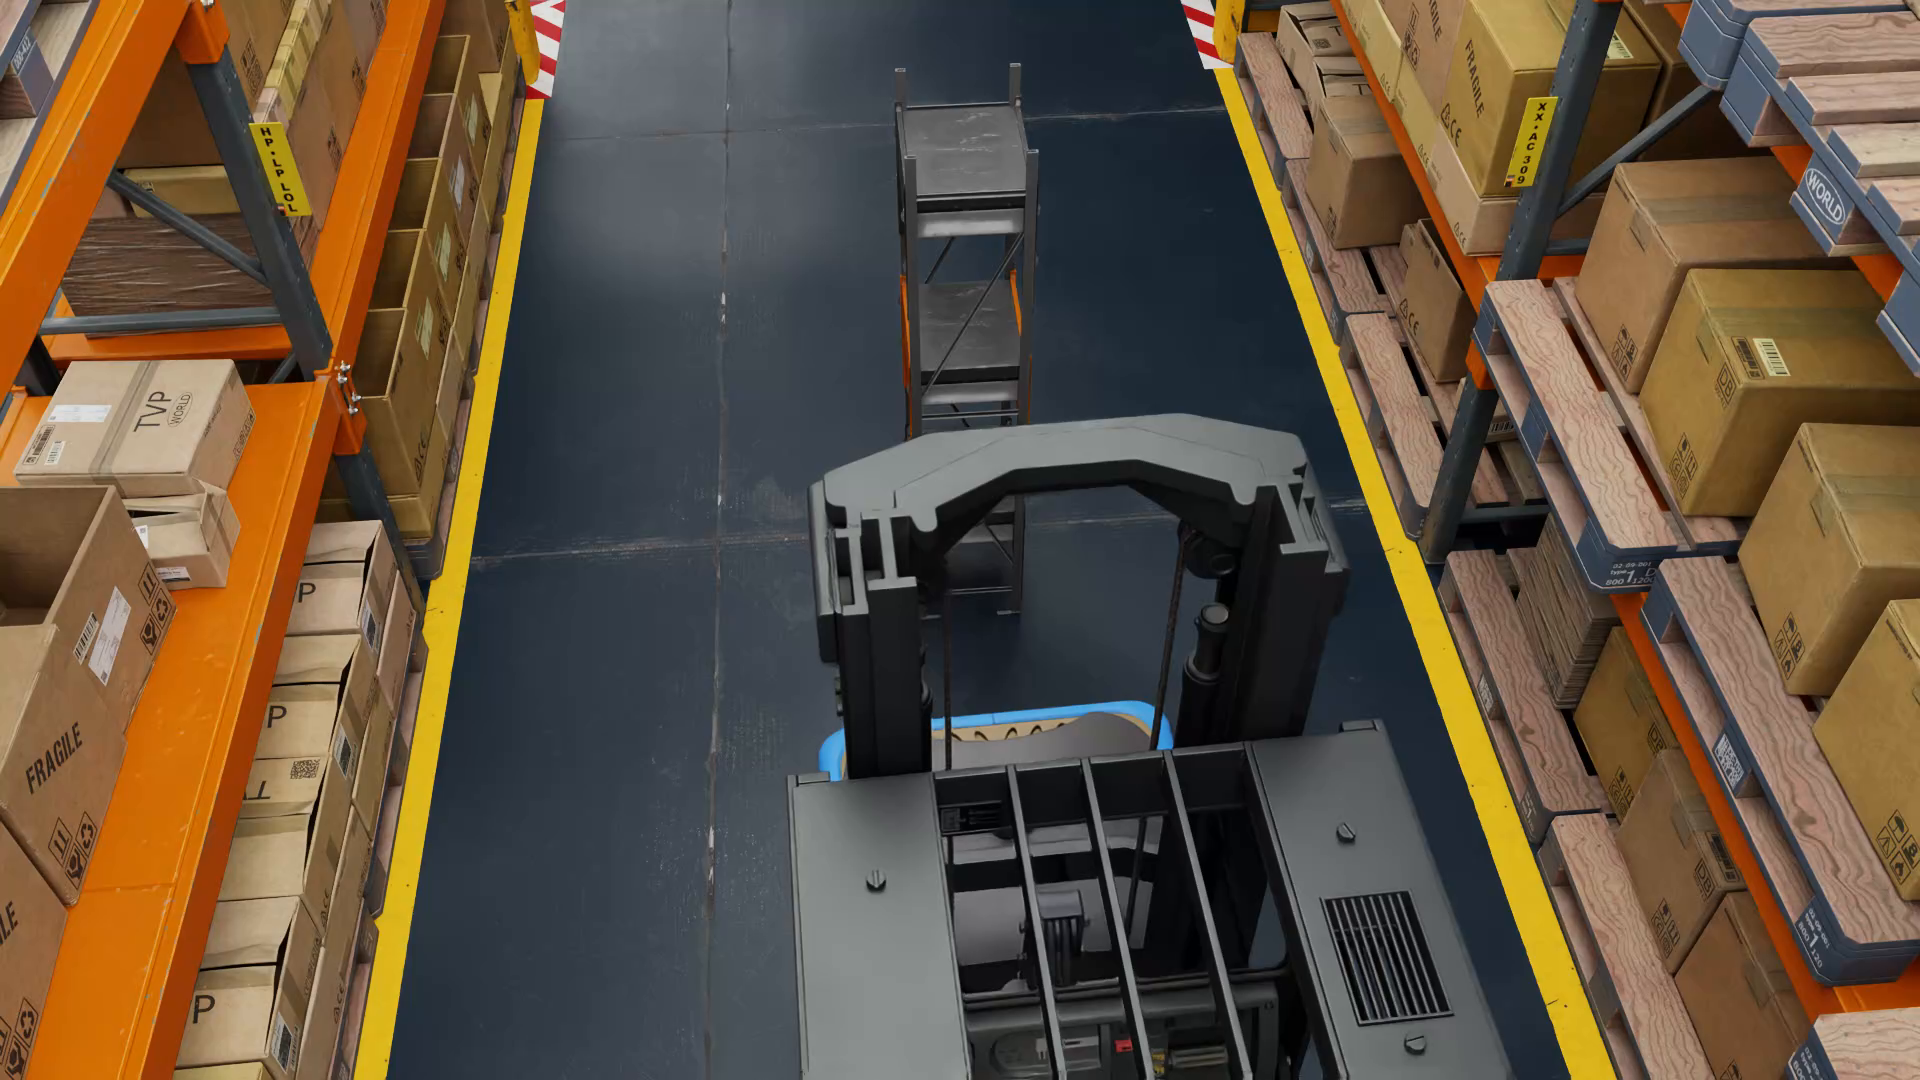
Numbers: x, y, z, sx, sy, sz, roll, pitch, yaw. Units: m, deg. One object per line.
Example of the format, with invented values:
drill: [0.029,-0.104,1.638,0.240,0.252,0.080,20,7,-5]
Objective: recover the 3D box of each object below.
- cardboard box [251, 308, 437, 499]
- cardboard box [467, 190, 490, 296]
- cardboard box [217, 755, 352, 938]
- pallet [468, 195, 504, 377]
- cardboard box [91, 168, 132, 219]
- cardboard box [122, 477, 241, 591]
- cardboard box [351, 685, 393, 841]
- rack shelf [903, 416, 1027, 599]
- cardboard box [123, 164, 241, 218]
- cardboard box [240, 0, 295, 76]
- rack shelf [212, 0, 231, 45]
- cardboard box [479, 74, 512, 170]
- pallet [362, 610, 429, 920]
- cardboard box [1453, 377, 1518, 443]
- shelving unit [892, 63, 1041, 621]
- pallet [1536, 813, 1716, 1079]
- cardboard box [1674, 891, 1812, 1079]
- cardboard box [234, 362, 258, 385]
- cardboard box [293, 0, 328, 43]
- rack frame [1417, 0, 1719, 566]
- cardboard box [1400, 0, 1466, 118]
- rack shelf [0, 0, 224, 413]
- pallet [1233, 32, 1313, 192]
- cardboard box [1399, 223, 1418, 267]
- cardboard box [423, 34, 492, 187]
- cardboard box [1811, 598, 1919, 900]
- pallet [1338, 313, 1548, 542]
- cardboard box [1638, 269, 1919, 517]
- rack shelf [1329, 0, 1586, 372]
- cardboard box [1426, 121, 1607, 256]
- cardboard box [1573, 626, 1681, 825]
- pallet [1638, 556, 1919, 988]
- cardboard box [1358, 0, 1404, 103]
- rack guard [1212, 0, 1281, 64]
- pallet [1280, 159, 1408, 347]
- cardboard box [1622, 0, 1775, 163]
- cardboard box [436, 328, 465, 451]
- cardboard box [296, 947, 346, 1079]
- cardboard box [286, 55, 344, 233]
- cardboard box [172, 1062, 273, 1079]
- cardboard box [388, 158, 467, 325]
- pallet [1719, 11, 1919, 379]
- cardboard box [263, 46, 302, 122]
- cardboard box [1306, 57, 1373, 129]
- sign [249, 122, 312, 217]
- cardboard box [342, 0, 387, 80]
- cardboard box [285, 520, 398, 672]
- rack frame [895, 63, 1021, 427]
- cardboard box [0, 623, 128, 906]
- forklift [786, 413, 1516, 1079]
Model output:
cardboard box: [-2.307,-0.510,6.255,0.500,0.500,0.500,-3,47,-3]
cardboard box: [-2.439,-1.337,7.555,0.500,0.250,0.500,-3,47,-3]
cardboard box: [-2.172,0.923,5.028,0.500,0.311,0.500,-4,47,-3]
pallet: [-2.711,-1.202,7.743,1.003,0.211,1.213,-3,47,-3]
cardboard box: [-2.817,-1.140,5.248,0.380,0.149,0.250,-4,47,-3]
cardboard box: [-2.324,-0.027,4.802,0.396,0.266,0.258,-5,47,-4]
cardboard box: [-2.216,0.751,5.577,0.500,0.250,0.500,-4,47,-4]
rack shelf: [0.014,-0.112,6.392,0.431,0.518,0.480,-3,47,-3]
cardboard box: [-2.410,-1.162,5.269,0.380,0.149,0.250,-4,47,-3]
cardboard box: [-2.668,-1.865,5.488,0.700,0.500,0.500,-4,47,-3]
rack shelf: [-2.748,-2.929,5.888,1.077,0.370,4.000,-3,47,-3]
cardboard box: [-2.522,-2.060,8.240,0.500,0.250,0.500,-3,47,-3]
pallet: [-2.480,0.791,5.855,1.003,0.211,1.213,-3,47,-3]
cardboard box: [2.281,-0.564,6.867,0.380,0.166,0.250,-9,47,-8]
shelving unit: [0.014,-0.602,5.874,0.431,2.100,0.503,-3,47,-3]
pallet: [2.527,1.405,5.274,1.003,0.211,1.213,-3,47,-3]
cardboard box: [2.581,1.345,4.829,0.700,0.500,0.500,-4,47,-4]
cardboard box: [-2.867,-0.840,6.567,0.500,0.500,0.500,-3,47,-3]
cardboard box: [-2.497,-1.901,5.969,0.380,0.149,0.250,-5,47,-5]
rack frame: [2.355,-1.002,5.633,1.000,3.000,0.127,-3,47,-3]
cardboard box: [1.960,-1.899,6.056,0.500,0.500,0.500,-4,47,-4]
rack shelf: [-2.413,-0.035,3.147,1.077,0.370,4.000,-3,47,-3]
pallet: [2.060,-2.292,8.776,1.003,0.211,1.213,-3,47,-3]
cardboard box: [2.241,-1.332,7.606,0.380,0.149,0.250,-7,47,-6]
cardboard box: [-2.476,-1.957,7.625,0.500,0.500,0.500,-3,47,-3]
cardboard box: [2.514,0.467,3.870,0.700,0.500,0.500,-3,47,-3]
pallet: [2.264,-0.527,7.104,1.003,0.211,1.213,-3,47,-3]
cardboard box: [2.404,-0.413,4.703,0.700,0.500,0.500,1,47,1]
rack shelf: [2.188,-2.202,7.265,1.077,0.370,4.000,-3,47,-3]
cardboard box: [2.014,-1.282,5.987,0.500,0.250,0.500,-3,47,-3]
cardboard box: [2.527,0.608,5.526,0.700,0.500,0.500,-4,47,-4]
pallet: [2.484,0.528,4.316,1.003,0.211,1.213,-3,47,-3]
cardboard box: [1.923,-2.006,6.673,0.500,0.250,0.500,-4,47,-4]
rack guard: [2.027,-2.982,9.230,1.175,0.500,0.348,-3,47,-3]
pallet: [2.159,-1.412,7.942,1.003,0.211,1.213,-3,47,-3]
cardboard box: [2.524,-1.568,5.742,0.500,0.500,0.500,-4,47,-4]
cardboard box: [-2.354,-0.613,6.869,0.500,0.250,0.500,-3,47,-3]
cardboard box: [-2.132,1.490,4.878,0.500,0.250,0.500,-3,47,-2]
cardboard box: [-2.675,-1.435,5.974,0.700,0.500,0.500,-4,47,-4]
cardboard box: [-2.090,1.658,4.332,0.500,0.311,0.500,-5,47,-4]
cardboard box: [-2.391,-1.233,6.940,0.500,0.500,0.500,-3,47,-3]
pallet: [2.391,-0.766,3.473,1.213,0.211,1.003,-3,47,-3]
cardboard box: [-2.455,-1.530,5.618,0.380,0.149,0.250,-5,47,-4]
cardboard box: [2.036,-2.204,8.321,0.500,0.311,0.500,0,47,0]
sign: [-2.041,-1.109,4.992,0.100,0.325,0.005,-3,47,-3]
cardboard box: [-2.757,-2.168,6.669,0.700,0.500,0.500,-2,47,-2]
cardboard box: [-2.261,0.185,5.727,0.500,0.311,0.500,-3,47,-3]
rack frame: [-0.007,-0.779,6.041,0.400,2.100,0.015,-3,47,-3]
cardboard box: [-2.447,0.567,4.078,0.500,0.500,0.500,-3,47,-3]
forklift: [0.266,1.295,3.505,1.130,2.935,3.031,-5,47,-5]
